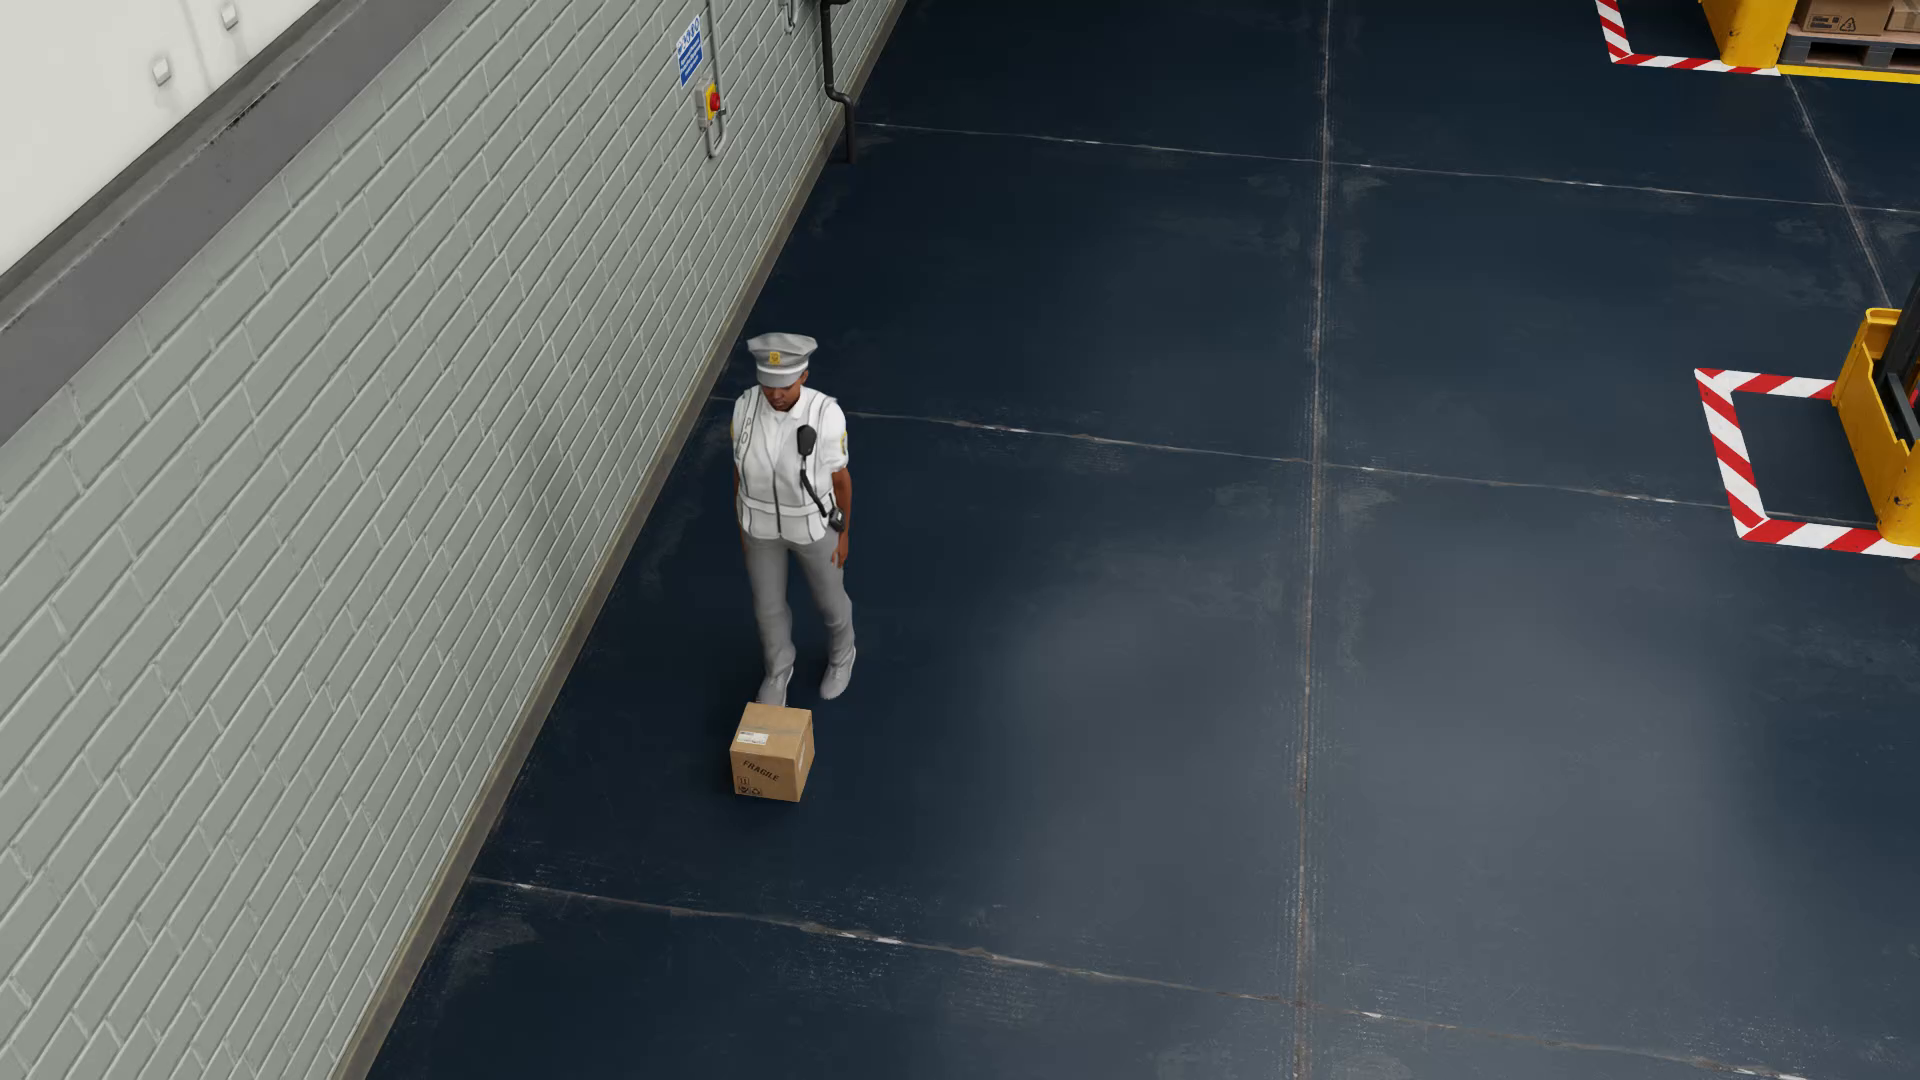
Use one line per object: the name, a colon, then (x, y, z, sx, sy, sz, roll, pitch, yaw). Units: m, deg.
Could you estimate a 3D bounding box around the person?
person: (-0.621, -0.035, 6.206, 0.442, 1.715, 0.415, 7, 41, 8)
